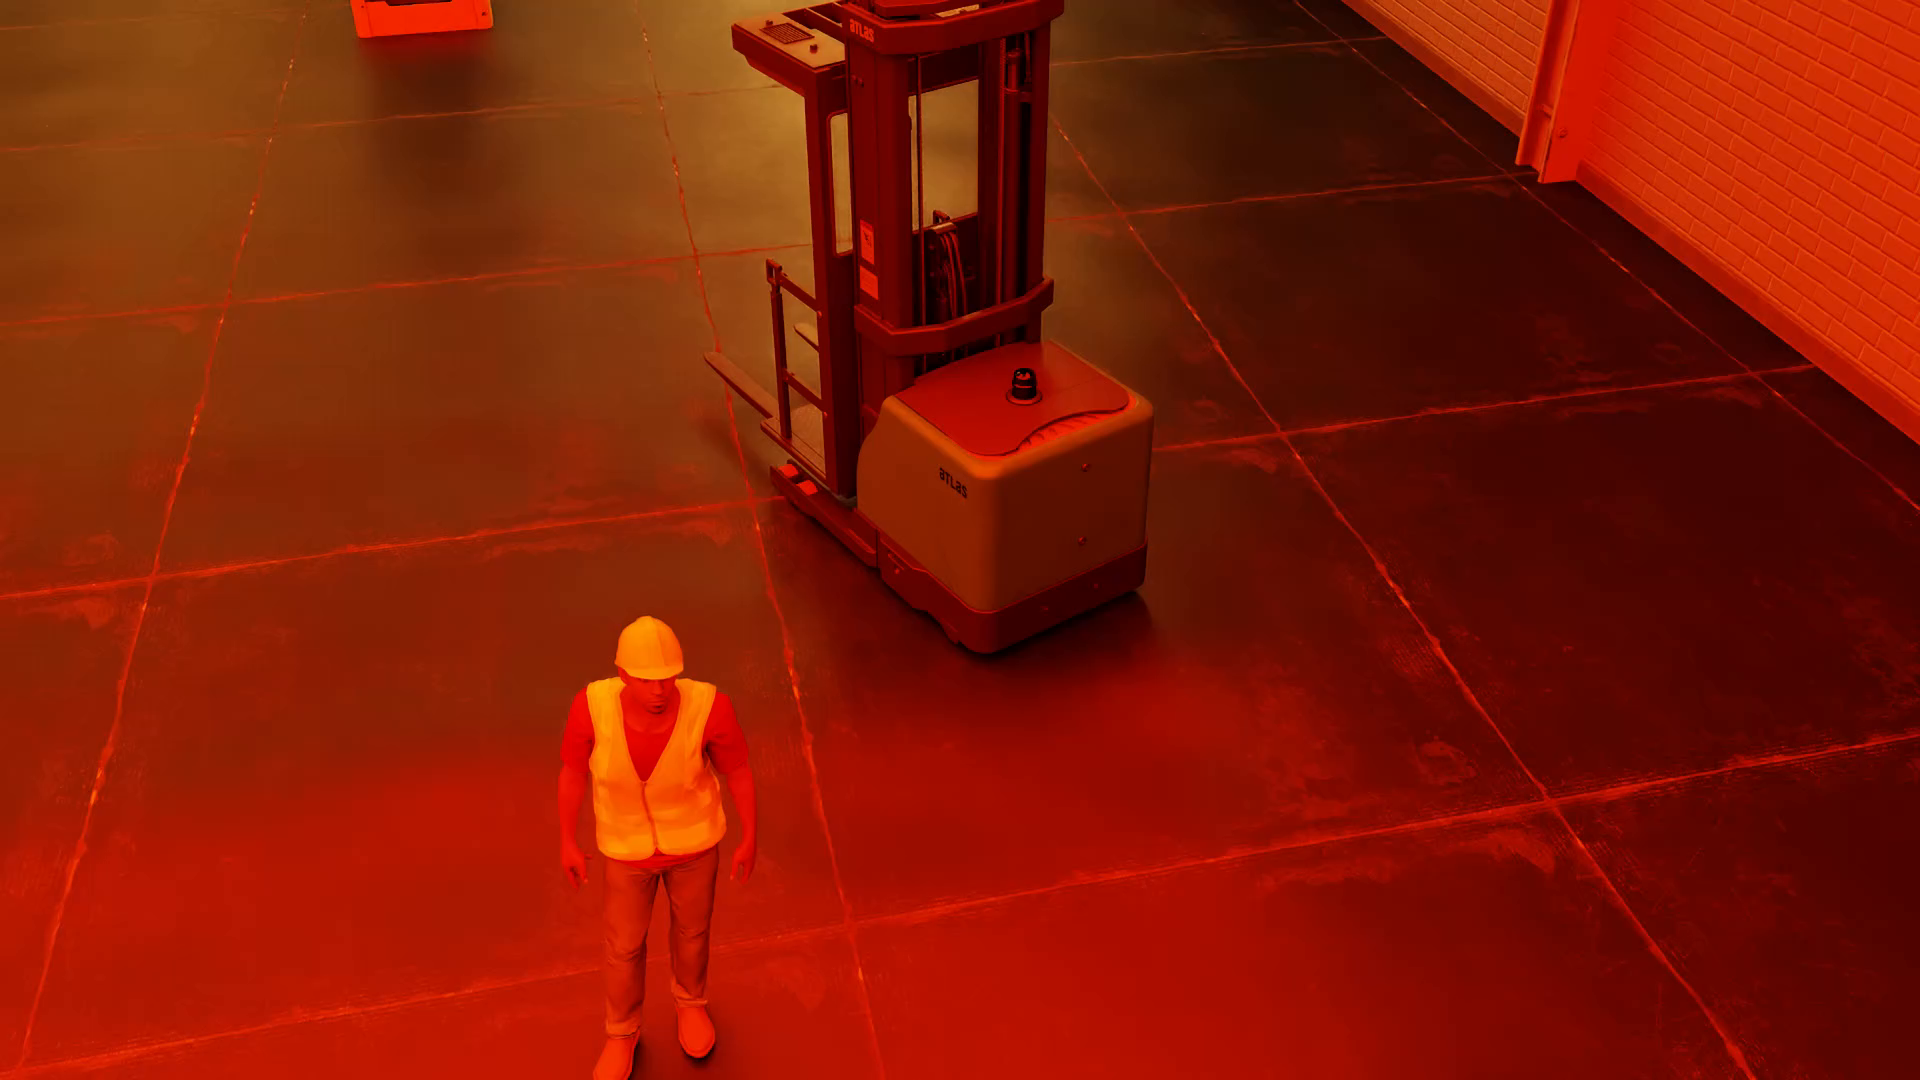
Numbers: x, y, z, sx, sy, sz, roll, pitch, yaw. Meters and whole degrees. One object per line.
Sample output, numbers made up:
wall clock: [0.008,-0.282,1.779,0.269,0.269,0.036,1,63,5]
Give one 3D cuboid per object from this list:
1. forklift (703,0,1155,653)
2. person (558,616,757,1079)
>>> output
forklift: [-0.350,-1.480,8.107,1.130,2.935,3.031,-22,41,-28]
person: [-1.005,1.055,5.569,0.666,1.765,0.577,-4,36,-6]
